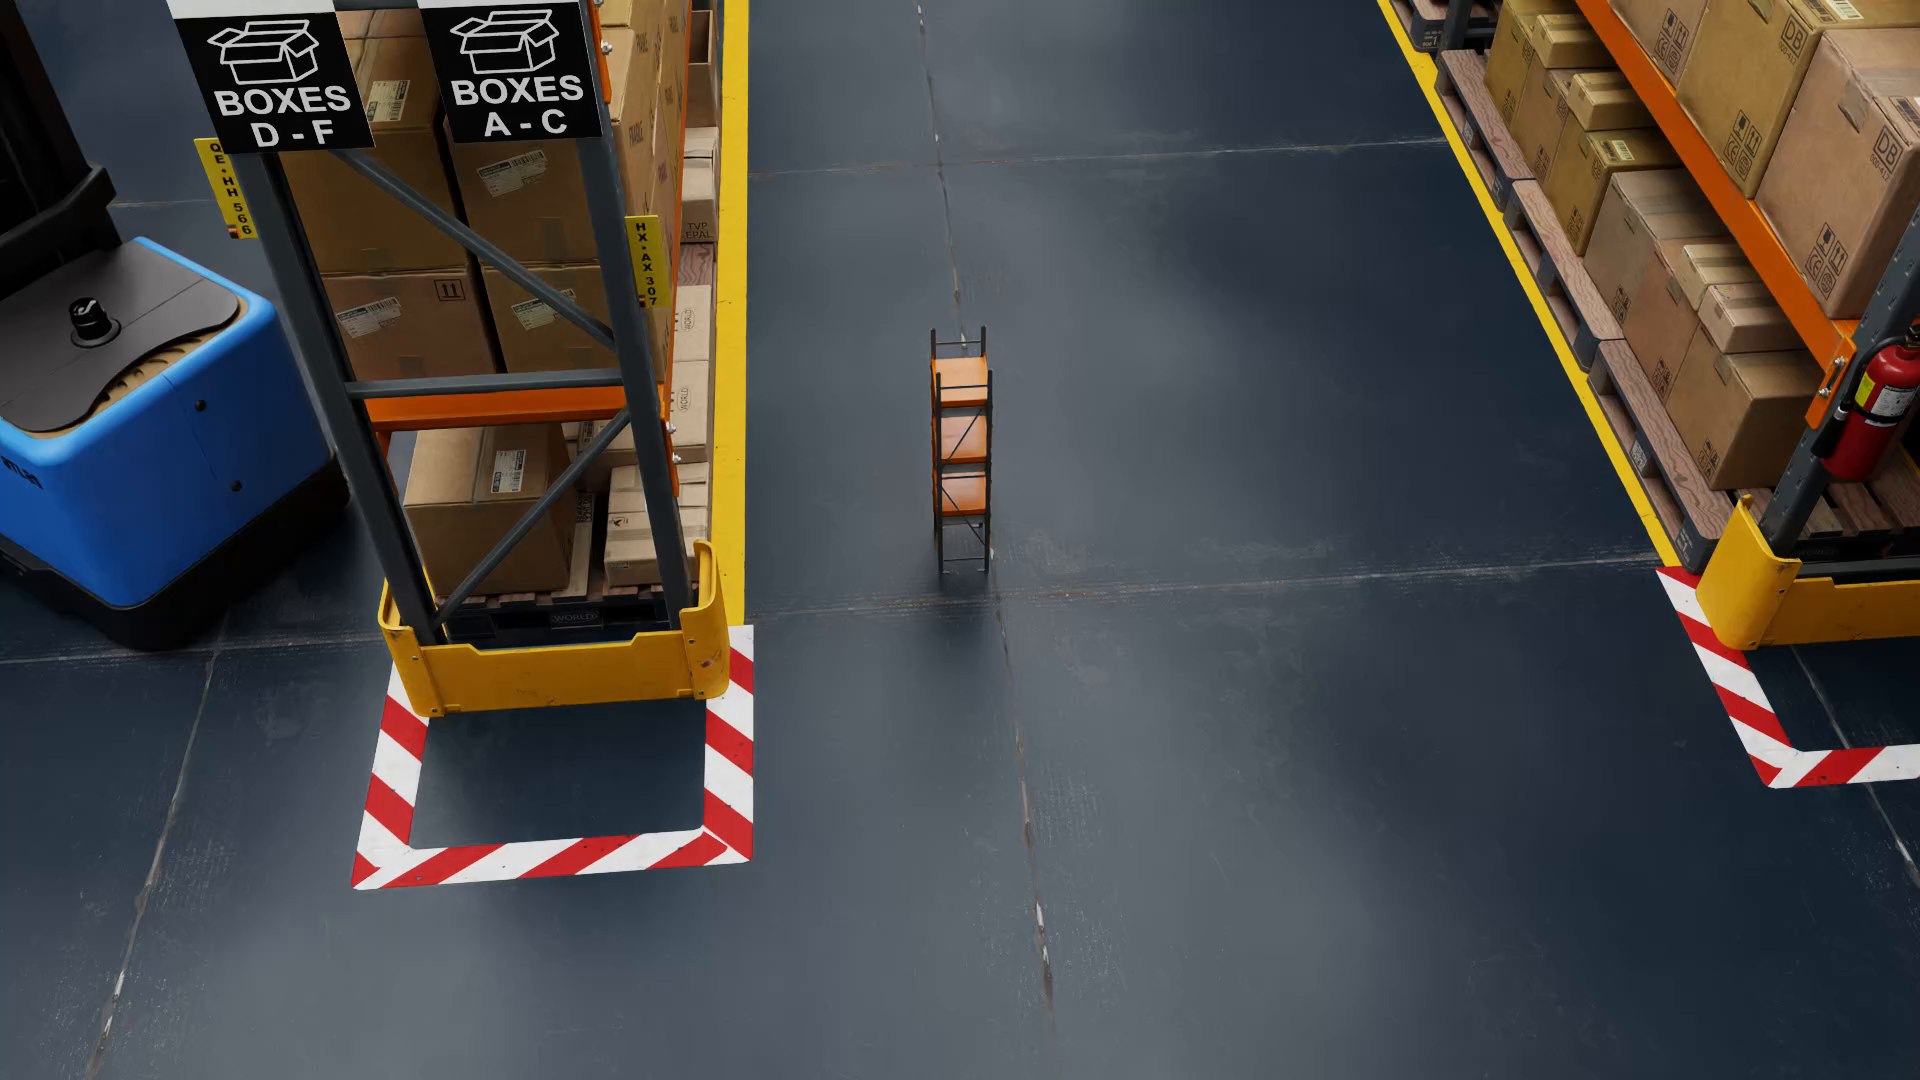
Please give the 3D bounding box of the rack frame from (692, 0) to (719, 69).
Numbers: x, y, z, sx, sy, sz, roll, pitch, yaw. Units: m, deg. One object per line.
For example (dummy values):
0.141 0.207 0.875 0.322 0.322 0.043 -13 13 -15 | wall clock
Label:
-1.787 -3.373 7.878 1.000 3.000 0.127 -3 47 -3 | rack frame

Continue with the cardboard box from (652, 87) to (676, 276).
-1.275 -1.223 5.773 0.500 0.500 0.500 -4 47 -4 | cardboard box

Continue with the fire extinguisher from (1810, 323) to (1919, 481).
3.036 -0.490 5.459 0.296 0.674 0.183 -3 47 -3 | fire extinguisher

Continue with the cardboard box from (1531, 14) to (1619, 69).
2.956 -2.378 7.922 0.380 0.149 0.250 -2 47 -2 | cardboard box

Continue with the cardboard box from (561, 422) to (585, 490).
-1.688 -0.332 6.647 0.380 0.166 0.250 -3 47 -3 | cardboard box

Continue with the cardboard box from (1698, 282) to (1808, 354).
3.133 -0.872 6.496 0.380 0.149 0.250 -4 47 -4 | cardboard box

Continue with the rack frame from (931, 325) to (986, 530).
-0.006 -0.411 6.416 0.200 1.050 0.008 -3 47 -3 | rack frame

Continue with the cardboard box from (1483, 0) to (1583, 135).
3.109 -2.414 8.403 0.700 0.500 0.500 -3 47 -3 | cardboard box

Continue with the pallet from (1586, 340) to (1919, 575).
3.339 -0.397 6.981 1.003 0.211 1.213 -3 47 -3 | pallet

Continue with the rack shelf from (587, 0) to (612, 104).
-1.620 -2.710 5.680 1.077 0.370 4.000 -3 47 -3 | rack shelf

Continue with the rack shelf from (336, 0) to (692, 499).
-1.620 -1.678 6.769 1.077 0.370 4.000 -3 47 -3 | rack shelf

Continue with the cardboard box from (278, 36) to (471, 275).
-1.764 -1.162 5.027 0.500 0.500 0.500 -4 47 -4 | cardboard box

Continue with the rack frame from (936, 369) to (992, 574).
0.015 -0.234 6.249 0.200 1.050 0.008 -3 47 -3 | rack frame

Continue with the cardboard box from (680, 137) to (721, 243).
-1.394 -1.662 7.807 0.500 0.311 0.500 -3 47 -3 | cardboard box

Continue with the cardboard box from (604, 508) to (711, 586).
-1.145 0.027 6.319 0.380 0.149 0.250 -3 47 -3 | cardboard box

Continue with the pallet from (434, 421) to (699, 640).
-1.526 -0.151 6.748 1.003 0.211 1.213 -3 47 -3 | pallet

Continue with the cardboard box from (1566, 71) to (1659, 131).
3.000 -2.000 7.564 0.380 0.149 0.250 -5 47 -4 | cardboard box

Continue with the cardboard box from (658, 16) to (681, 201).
-1.314 -1.586 6.117 0.500 0.500 0.500 -4 47 -3 | cardboard box

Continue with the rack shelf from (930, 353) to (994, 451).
0.004 -0.510 6.134 0.215 0.259 0.240 -3 47 -3 | rack shelf

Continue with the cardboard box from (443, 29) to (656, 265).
-1.227 -1.194 5.057 0.500 0.500 0.500 -2 47 -2 | cardboard box

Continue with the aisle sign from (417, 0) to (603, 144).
-1.154 -1.341 4.164 0.394 0.787 0.004 -3 47 -3 | aisle sign

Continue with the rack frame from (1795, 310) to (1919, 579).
3.480 -0.782 5.425 0.949 2.616 0.053 -3 47 -3 | rack frame

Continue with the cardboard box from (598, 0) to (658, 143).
-1.278 -1.572 5.415 0.500 0.500 0.500 -3 47 -3 | cardboard box

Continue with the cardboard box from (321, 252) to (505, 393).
-1.761 -0.820 5.392 0.500 0.500 0.500 -2 47 -2 | cardboard box

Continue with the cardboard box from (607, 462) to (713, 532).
-1.166 -0.160 6.484 0.380 0.166 0.250 -3 47 -3 | cardboard box

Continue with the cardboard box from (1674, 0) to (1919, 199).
3.359 -1.780 6.163 0.980 0.700 0.700 -4 47 -4 | cardboard box

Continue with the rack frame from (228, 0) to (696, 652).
-1.452 -0.479 5.137 1.000 3.000 0.127 -3 47 -3 | rack frame

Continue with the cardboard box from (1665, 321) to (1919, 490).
3.325 -0.568 6.654 0.700 0.500 0.500 -3 47 -3 | cardboard box

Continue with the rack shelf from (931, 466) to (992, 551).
0.004 -0.124 6.542 0.215 0.259 0.240 -3 47 -3 | rack shelf

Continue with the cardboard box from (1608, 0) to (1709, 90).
3.304 -2.332 6.686 0.980 0.700 0.700 -6 47 -5 | cardboard box

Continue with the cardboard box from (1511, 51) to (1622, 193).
3.148 -2.050 8.058 0.700 0.500 0.500 -4 47 -4 | cardboard box

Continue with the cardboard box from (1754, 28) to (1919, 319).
3.431 -1.254 5.665 0.980 0.700 0.700 -2 47 -1 | cardboard box

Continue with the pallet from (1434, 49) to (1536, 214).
3.134 -2.163 8.653 1.003 0.211 1.213 -3 47 -3 | pallet

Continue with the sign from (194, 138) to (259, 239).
-2.007 -0.966 4.584 0.100 0.325 0.005 -3 47 -3 | sign

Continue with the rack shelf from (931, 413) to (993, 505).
0.004 -0.315 6.340 0.215 0.259 0.240 -3 47 -3 | rack shelf

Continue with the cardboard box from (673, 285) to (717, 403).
-1.299 -0.818 7.050 0.500 0.250 0.500 -3 47 -3 | cardboard box

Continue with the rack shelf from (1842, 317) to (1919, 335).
3.316 -2.049 6.986 0.919 0.124 3.809 -3 47 -3 | rack shelf

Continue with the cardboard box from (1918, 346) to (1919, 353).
3.535 -0.712 6.344 0.380 0.149 0.250 -3 47 -3 | cardboard box

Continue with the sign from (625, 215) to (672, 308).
-0.912 -0.809 4.854 0.100 0.325 0.005 -3 47 -3 | sign

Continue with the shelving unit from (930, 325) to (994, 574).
0.004 -0.322 6.332 0.215 1.050 0.252 -3 47 -3 | shelving unit

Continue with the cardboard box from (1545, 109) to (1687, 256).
3.189 -1.679 7.706 0.700 0.500 0.500 -3 47 -2 | cardboard box

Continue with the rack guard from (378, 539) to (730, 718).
-1.459 0.326 6.097 1.175 0.500 0.348 -3 47 -3 | rack guard

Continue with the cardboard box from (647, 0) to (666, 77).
-1.315 -1.934 5.758 0.500 0.500 0.500 -3 47 -3 | cardboard box

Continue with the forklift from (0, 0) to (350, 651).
-4.010 -1.433 6.088 3.031 2.935 1.130 26 52 22 | forklift

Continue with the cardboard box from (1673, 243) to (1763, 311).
3.111 -1.057 6.671 0.380 0.149 0.250 -2 47 -2 | cardboard box
